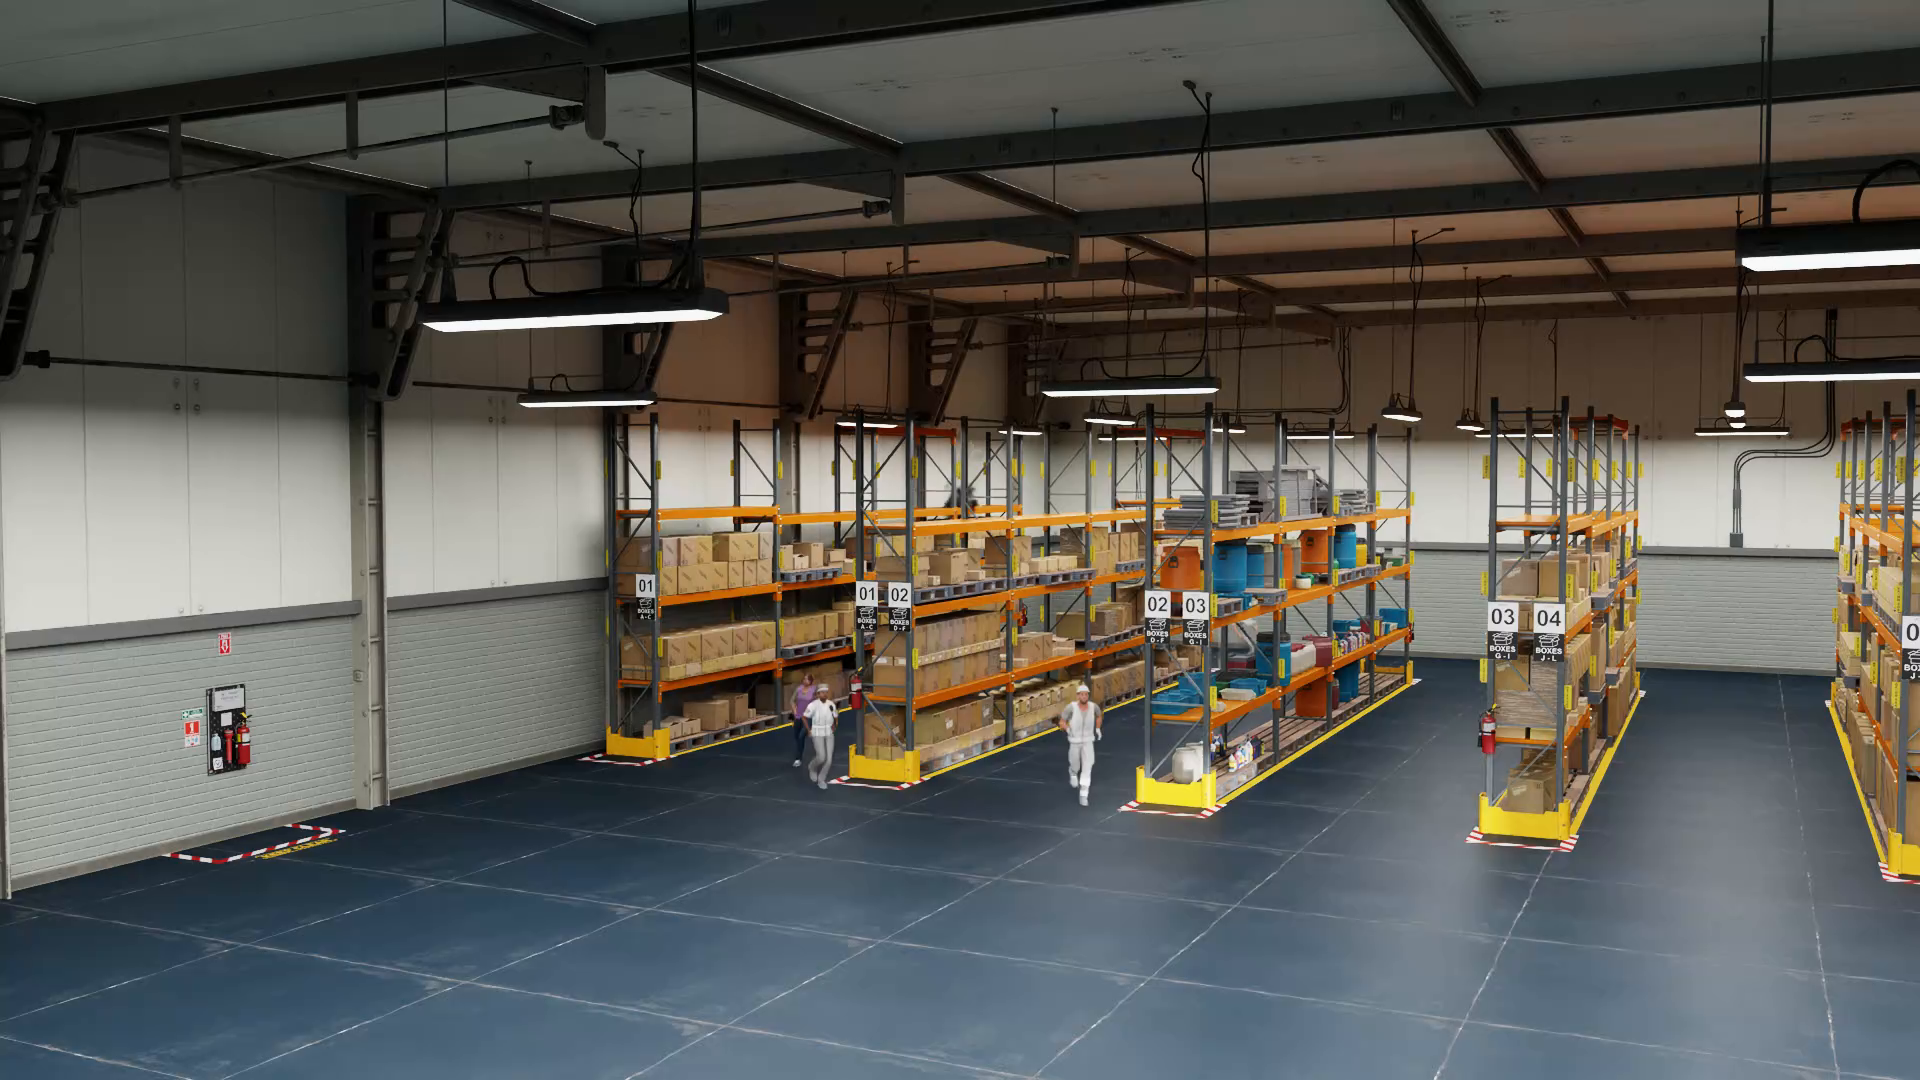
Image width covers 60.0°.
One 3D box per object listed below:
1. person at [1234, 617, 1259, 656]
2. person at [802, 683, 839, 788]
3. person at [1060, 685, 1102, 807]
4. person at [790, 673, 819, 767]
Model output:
[{"bbox_3d":[7.149,2.454,41.262,0.631,1.654,0.665,-2,3,-34],"label":"person"},{"bbox_3d":[-2.149,3.079,26.132,0.566,1.661,0.544,-1,3,-26],"label":"person"},{"bbox_3d":[1.839,3.064,25.142,0.665,1.769,1.040,0,2,-4],"label":"person"},{"bbox_3d":[-2.599,3.033,28.294,0.591,1.578,0.744,0,2,10],"label":"person"}]
